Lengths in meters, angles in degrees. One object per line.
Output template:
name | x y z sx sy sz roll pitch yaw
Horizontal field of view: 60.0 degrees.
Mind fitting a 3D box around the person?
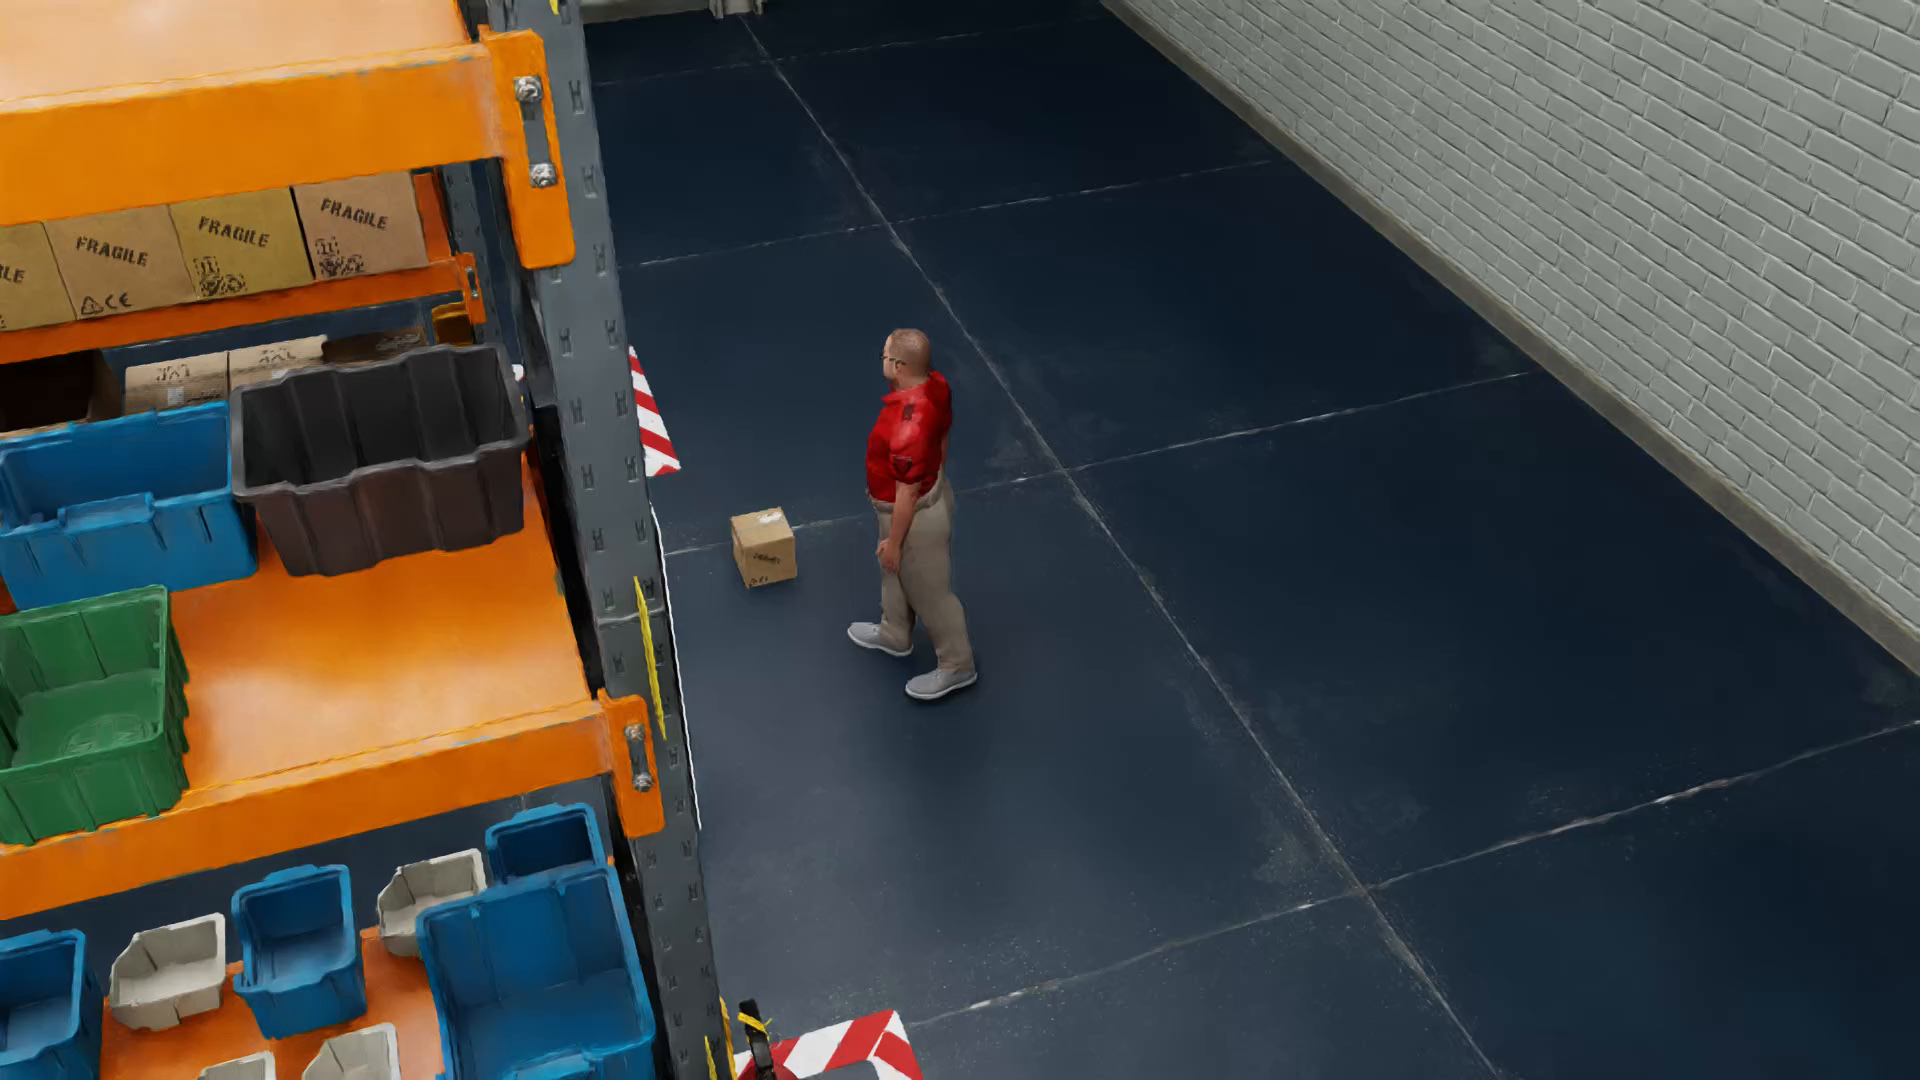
person | -0.158 -0.099 6.949 0.465 1.569 0.420 5 38 6
